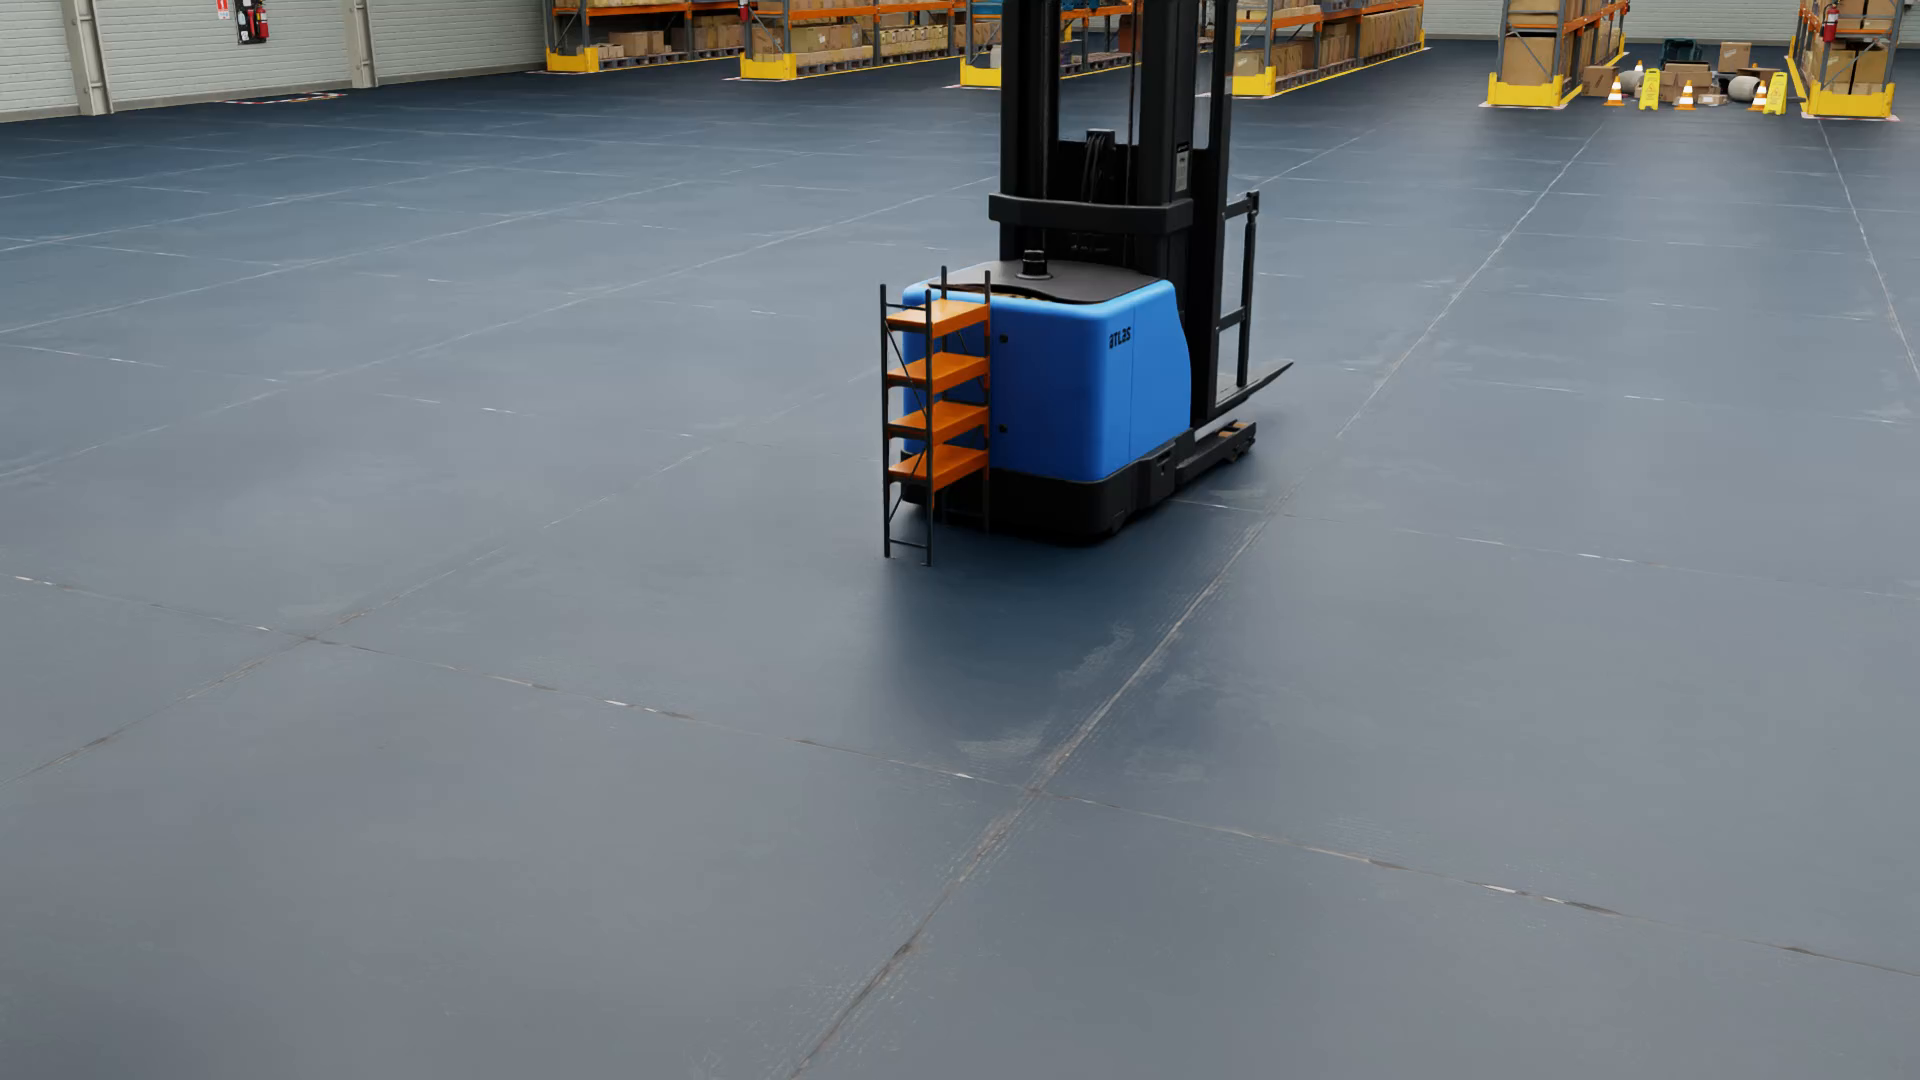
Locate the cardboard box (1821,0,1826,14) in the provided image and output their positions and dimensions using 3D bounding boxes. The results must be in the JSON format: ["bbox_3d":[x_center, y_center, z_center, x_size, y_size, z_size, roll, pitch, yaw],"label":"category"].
[{"bbox_3d":[14.961,-9.194,28.251,0.500,0.500,0.500,8,21,22],"label":"cardboard box"}]

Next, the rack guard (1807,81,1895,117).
[{"bbox_3d":[14.190,-7.034,26.501,1.175,0.500,0.348,9,21,23],"label":"rack guard"}]

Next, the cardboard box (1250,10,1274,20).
[{"bbox_3d":[5.452,-9.484,30.035,0.380,0.149,0.250,9,21,23],"label":"cardboard box"}]

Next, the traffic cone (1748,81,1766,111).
[{"bbox_3d":[13.158,-7.301,27.309,0.336,0.463,0.334,9,21,23],"label":"traffic cone"}]

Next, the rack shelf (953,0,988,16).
[{"bbox_3d":[0.177,-13.626,42.382,1.077,0.370,4.000,9,21,23],"label":"rack shelf"}]

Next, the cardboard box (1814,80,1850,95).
[{"bbox_3d":[14.254,-7.382,27.226,0.500,0.250,0.500,8,21,22],"label":"cardboard box"}]

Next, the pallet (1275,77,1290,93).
[{"bbox_3d":[5.514,-8.501,31.057,1.003,0.211,1.213,9,21,23],"label":"pallet"}]

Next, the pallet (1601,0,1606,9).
[{"bbox_3d":[13.072,-11.424,35.402,1.213,0.211,1.003,9,21,23],"label":"pallet"}]

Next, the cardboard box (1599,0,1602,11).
[{"bbox_3d":[12.938,-11.155,34.209,0.500,0.500,0.500,9,21,23],"label":"cardboard box"}]

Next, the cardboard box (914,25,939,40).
[{"bbox_3d":[-0.839,-12.167,39.844,0.500,0.311,0.500,8,21,22],"label":"cardboard box"}]

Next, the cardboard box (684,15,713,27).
[{"bbox_3d":[-6.338,-12.555,40.250,0.500,0.250,0.500,8,21,22],"label":"cardboard box"}]

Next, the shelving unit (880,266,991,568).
[{"bbox_3d":[-0.099,-0.539,7.195,0.258,1.200,0.503,11,22,29],"label":"shelving unit"}]

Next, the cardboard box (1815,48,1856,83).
[{"bbox_3d":[14.249,-7.725,27.071,0.500,0.500,0.500,9,21,23],"label":"cardboard box"}]

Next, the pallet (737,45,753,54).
[{"bbox_3d":[-5.484,-12.480,42.246,1.003,0.211,1.213,9,21,23],"label":"pallet"}]

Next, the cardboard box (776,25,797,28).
[{"bbox_3d":[-3.574,-10.677,35.371,0.500,0.500,0.500,9,21,23],"label":"cardboard box"}]

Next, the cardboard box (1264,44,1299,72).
[{"bbox_3d":[6.328,-9.498,32.803,0.500,0.500,0.500,17,26,40],"label":"cardboard box"}]

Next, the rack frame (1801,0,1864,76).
[{"bbox_3d":[17.435,-10.634,32.893,1.000,3.000,0.127,9,21,23],"label":"rack frame"}]

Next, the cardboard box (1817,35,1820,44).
[{"bbox_3d":[14.887,-8.559,28.449,0.380,0.149,0.250,10,22,26],"label":"cardboard box"}]

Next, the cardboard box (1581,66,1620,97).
[{"bbox_3d":[11.540,-8.267,29.966,0.500,0.500,0.500,13,23,32],"label":"cardboard box"}]

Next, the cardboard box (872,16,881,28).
[{"bbox_3d":[-2.704,-14.800,47.711,0.700,0.500,0.500,9,22,24],"label":"cardboard box"}]

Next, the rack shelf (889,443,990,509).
[{"bbox_3d":[-0.099,-0.289,7.284,0.258,0.148,0.480,11,22,29],"label":"rack shelf"}]

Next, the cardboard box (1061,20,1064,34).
[{"bbox_3d":[2.636,-14.629,47.201,0.500,0.500,0.500,9,21,23],"label":"cardboard box"}]

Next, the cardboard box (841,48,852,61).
[{"bbox_3d":[-2.676,-10.555,36.150,0.500,0.250,0.500,9,21,23],"label":"cardboard box"}]

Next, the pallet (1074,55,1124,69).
[{"bbox_3d":[3.022,-10.756,37.399,1.003,0.211,1.213,9,21,23],"label":"pallet"}]

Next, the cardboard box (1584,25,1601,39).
[{"bbox_3d":[13.381,-10.833,35.438,0.500,0.250,0.500,8,21,20],"label":"cardboard box"}]

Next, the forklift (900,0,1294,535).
[{"bbox_3d":[0.904,-1.849,8.294,1.130,2.935,3.031,11,22,29],"label":"forklift"}]

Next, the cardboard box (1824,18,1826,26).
[{"bbox_3d":[14.322,-8.465,27.168,0.380,0.149,0.250,9,21,24],"label":"cardboard box"}]

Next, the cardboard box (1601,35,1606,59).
[{"bbox_3d":[14.018,-10.951,36.889,0.500,0.500,0.500,8,21,22],"label":"cardboard box"}]

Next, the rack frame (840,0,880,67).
[{"bbox_3d":[-2.280,-12.131,37.104,1.000,3.000,0.127,9,21,23],"label":"rack frame"}]

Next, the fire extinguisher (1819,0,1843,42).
[{"bbox_3d":[13.692,-8.180,26.109,0.296,0.674,0.183,9,21,23],"label":"fire extinguisher"}]

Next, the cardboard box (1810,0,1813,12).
[{"bbox_3d":[17.405,-10.753,33.453,0.500,0.250,0.500,8,21,21],"label":"cardboard box"}]

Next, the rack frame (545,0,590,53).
[{"bbox_3d":[-8.439,-11.587,35.573,1.000,3.000,0.127,9,21,23],"label":"rack frame"}]

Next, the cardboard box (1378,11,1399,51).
[{"bbox_3d":[9.788,-12.215,39.883,1.225,0.875,0.875,9,21,23],"label":"cardboard box"}]

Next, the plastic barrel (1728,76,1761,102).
[{"bbox_3d":[13.624,-7.814,28.808,0.421,0.421,0.512,-9,22,-24],"label":"plastic barrel"}]

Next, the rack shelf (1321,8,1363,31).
[{"bbox_3d":[7.575,-11.043,35.118,1.077,0.370,4.000,9,21,23],"label":"rack shelf"}]

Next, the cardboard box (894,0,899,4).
[{"bbox_3d":[-1.735,-12.572,38.194,0.500,0.500,0.500,10,22,27],"label":"cardboard box"}]

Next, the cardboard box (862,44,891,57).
[{"bbox_3d":[-1.889,-11.123,37.745,0.500,0.250,0.500,8,21,21],"label":"cardboard box"}]

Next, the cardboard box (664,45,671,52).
[{"bbox_3d":[-6.993,-11.514,38.941,0.380,0.166,0.250,6,20,16],"label":"cardboard box"}]

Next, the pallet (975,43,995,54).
[{"bbox_3d":[0.199,-12.635,42.681,1.003,0.211,1.213,9,21,23],"label":"pallet"}]

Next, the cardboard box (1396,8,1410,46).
[{"bbox_3d":[10.744,-12.879,41.751,0.875,0.875,0.875,9,21,23],"label":"cardboard box"}]

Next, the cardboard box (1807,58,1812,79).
[{"bbox_3d":[16.301,-8.752,30.896,0.950,0.372,0.625,10,22,26],"label":"cardboard box"}]

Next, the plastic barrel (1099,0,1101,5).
[{"bbox_3d":[2.829,-11.777,35.904,0.433,0.535,0.433,0,20,0],"label":"plastic barrel"}]

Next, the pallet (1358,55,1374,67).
[{"bbox_3d":[8.786,-10.910,37.833,1.003,0.211,1.213,9,21,23],"label":"pallet"}]

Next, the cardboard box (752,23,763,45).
[{"bbox_3d":[-5.410,-12.835,42.156,0.700,0.500,0.500,9,21,23],"label":"cardboard box"}]

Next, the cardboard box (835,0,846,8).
[{"bbox_3d":[-2.875,-11.727,35.817,0.700,0.500,0.500,9,21,24],"label":"cardboard box"}]

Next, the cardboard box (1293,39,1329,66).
[{"bbox_3d":[7.240,-10.128,34.546,0.700,0.500,0.500,8,21,22],"label":"cardboard box"}]

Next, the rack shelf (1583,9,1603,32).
[{"bbox_3d":[12.059,-10.332,33.118,1.077,0.370,4.000,9,21,23],"label":"rack shelf"}]

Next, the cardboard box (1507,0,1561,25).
[{"bbox_3d":[9.712,-9.027,28.151,0.875,0.550,0.550,9,21,23],"label":"cardboard box"}]
